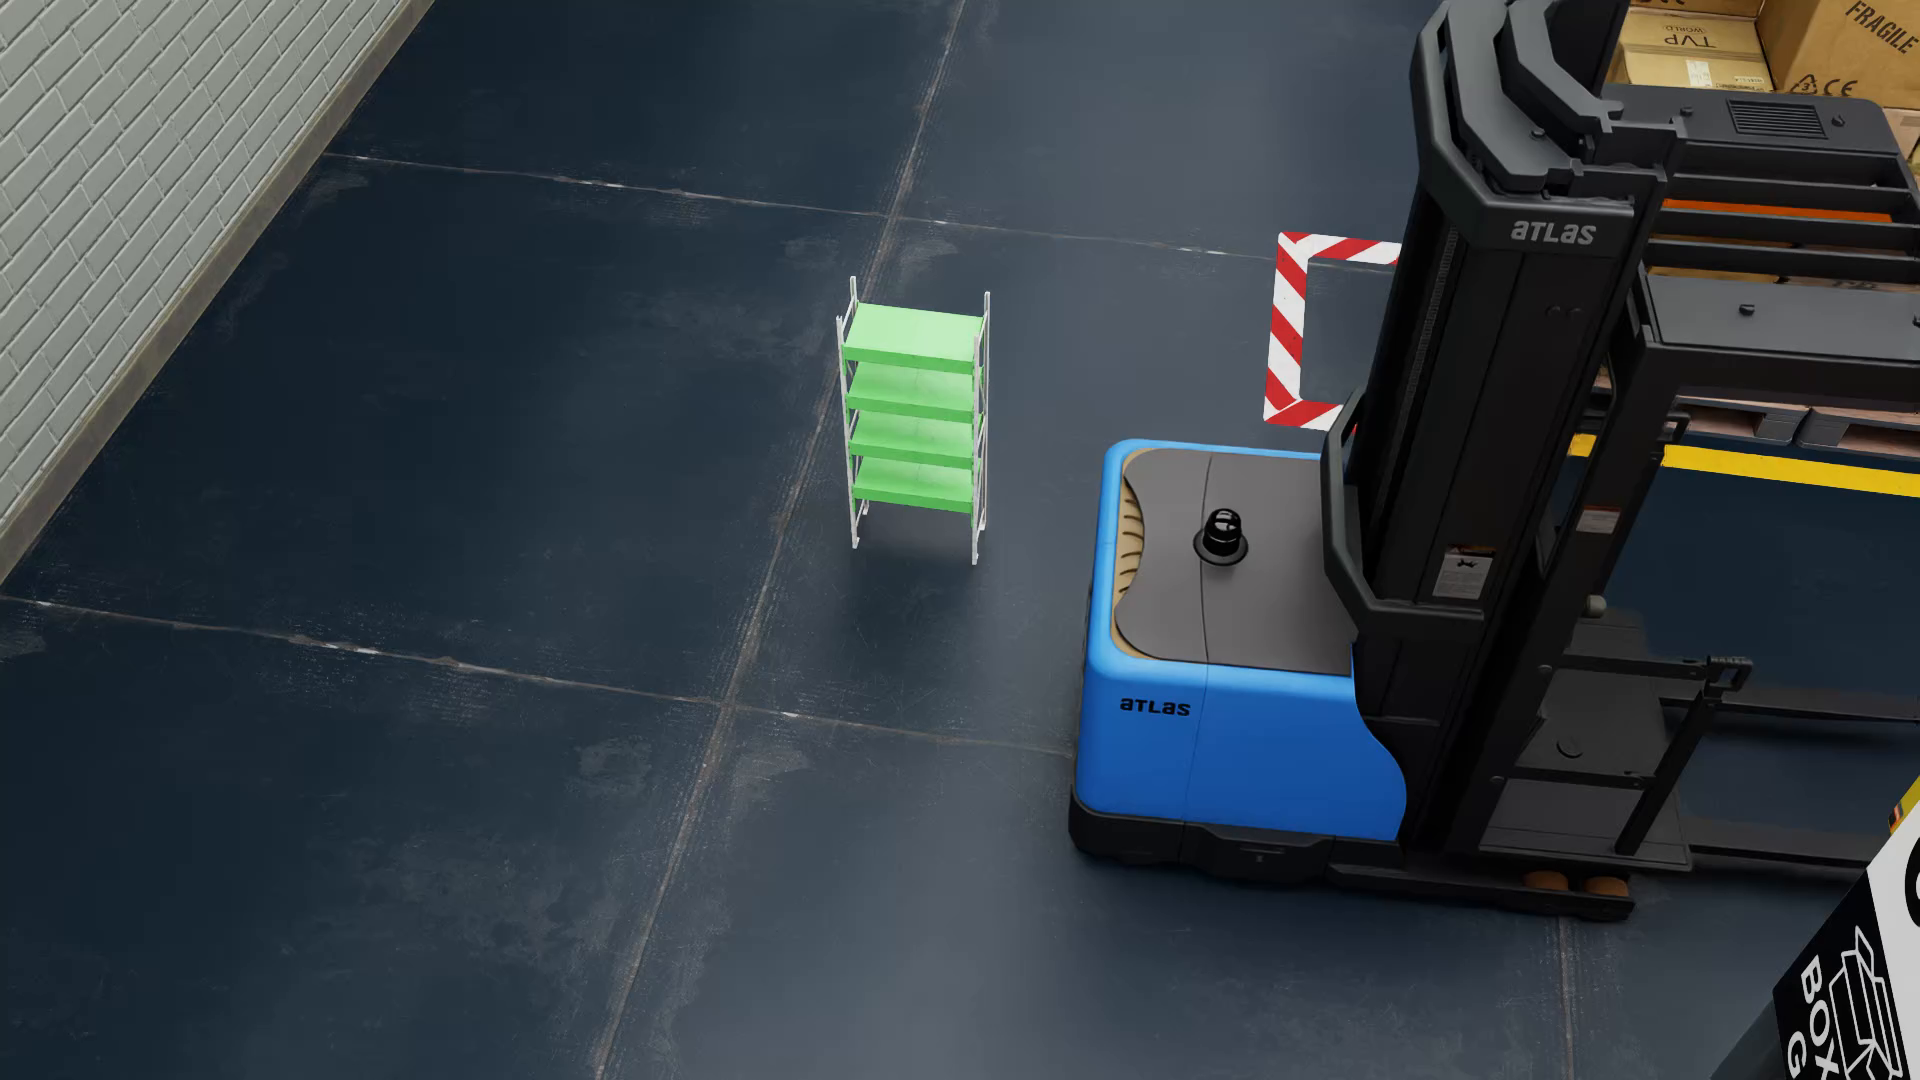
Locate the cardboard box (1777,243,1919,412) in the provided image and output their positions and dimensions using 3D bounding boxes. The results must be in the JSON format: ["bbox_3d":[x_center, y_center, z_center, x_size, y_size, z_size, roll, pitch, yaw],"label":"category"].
[{"bbox_3d":[3.776,-1.176,6.908,0.875,0.875,0.875,8,49,7],"label":"cardboard box"}]

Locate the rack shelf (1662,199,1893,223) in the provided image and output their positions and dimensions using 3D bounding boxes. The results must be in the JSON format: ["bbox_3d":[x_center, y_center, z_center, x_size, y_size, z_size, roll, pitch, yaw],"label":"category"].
[{"bbox_3d":[4.204,-1.387,6.436,4.000,0.370,1.077,8,49,7],"label":"rack shelf"}]

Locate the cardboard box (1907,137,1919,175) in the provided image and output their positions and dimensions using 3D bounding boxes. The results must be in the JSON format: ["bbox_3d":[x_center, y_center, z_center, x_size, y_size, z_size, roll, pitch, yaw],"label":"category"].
[{"bbox_3d":[3.667,-1.548,5.997,0.500,0.250,0.500,6,48,6],"label":"cardboard box"}]

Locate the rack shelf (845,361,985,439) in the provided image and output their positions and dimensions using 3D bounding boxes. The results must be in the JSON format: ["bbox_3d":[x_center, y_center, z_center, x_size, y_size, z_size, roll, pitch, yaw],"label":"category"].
[{"bbox_3d":[-0.163,-0.541,6.164,0.480,0.148,0.258,8,49,7],"label":"rack shelf"}]

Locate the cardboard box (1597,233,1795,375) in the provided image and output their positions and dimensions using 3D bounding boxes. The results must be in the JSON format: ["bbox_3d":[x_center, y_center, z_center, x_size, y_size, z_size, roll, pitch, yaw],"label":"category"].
[{"bbox_3d":[2.880,-1.297,7.017,0.875,0.875,0.875,8,49,7],"label":"cardboard box"}]

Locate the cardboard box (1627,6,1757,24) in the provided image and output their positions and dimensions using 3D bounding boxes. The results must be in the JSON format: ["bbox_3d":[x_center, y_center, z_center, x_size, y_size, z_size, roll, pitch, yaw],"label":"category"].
[{"bbox_3d":[2.760,-2.072,6.468,0.500,0.250,0.500,7,48,6],"label":"cardboard box"}]

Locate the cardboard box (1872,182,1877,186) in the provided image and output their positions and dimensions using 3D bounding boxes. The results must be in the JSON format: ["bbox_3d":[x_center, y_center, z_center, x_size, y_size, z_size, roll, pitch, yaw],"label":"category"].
[{"bbox_3d":[3.288,-1.420,6.150,0.250,0.149,0.380,7,48,6],"label":"cardboard box"}]

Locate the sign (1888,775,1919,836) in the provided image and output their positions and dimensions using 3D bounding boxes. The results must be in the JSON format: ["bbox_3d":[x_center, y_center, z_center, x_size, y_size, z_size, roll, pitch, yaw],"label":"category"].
[{"bbox_3d":[1.437,0.361,2.435,0.005,0.325,0.100,8,49,7],"label":"sign"}]

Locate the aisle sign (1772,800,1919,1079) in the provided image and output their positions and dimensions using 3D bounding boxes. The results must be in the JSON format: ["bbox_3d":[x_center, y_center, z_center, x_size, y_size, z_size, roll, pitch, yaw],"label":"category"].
[{"bbox_3d":[1.337,0.640,2.383,0.004,0.787,0.394,8,49,7],"label":"aisle sign"}]

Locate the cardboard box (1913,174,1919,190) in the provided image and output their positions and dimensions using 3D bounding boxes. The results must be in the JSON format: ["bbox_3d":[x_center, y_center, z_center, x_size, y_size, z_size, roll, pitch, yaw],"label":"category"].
[{"bbox_3d":[3.538,-1.385,6.119,0.250,0.149,0.380,7,48,6],"label":"cardboard box"}]

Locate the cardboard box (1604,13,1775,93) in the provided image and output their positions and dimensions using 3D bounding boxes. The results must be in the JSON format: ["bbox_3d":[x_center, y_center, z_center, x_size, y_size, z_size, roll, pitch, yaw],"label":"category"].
[{"bbox_3d":[2.661,-1.681,6.116,0.500,0.250,0.500,7,48,6],"label":"cardboard box"}]

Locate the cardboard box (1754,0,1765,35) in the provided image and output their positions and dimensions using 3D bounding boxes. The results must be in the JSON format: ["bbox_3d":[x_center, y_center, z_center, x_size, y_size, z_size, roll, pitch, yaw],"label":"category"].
[{"bbox_3d":[3.259,-2.004,6.407,0.500,0.250,0.500,7,48,6],"label":"cardboard box"}]

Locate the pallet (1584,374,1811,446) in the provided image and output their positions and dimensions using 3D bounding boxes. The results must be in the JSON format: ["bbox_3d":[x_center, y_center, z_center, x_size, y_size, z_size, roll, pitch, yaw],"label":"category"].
[{"bbox_3d":[3.037,-0.912,7.400,1.213,0.211,1.003,8,49,7],"label":"pallet"}]

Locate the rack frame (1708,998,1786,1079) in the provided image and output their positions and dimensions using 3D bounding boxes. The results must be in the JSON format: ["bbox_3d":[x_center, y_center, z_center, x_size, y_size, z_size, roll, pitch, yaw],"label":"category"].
[{"bbox_3d":[1.356,1.731,3.150,0.053,2.616,0.949,8,49,7],"label":"rack frame"}]

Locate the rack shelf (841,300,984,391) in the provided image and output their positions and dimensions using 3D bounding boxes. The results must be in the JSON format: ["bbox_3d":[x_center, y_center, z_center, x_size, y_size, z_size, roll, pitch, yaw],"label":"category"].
[{"bbox_3d":[-0.163,-0.701,5.986,0.480,0.148,0.258,8,49,7],"label":"rack shelf"}]

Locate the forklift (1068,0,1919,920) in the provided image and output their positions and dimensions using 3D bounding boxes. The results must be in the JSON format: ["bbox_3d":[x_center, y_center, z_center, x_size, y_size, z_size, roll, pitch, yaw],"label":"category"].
[{"bbox_3d":[1.927,-0.128,4.866,3.031,2.935,1.130,5,48,4],"label":"forklift"}]

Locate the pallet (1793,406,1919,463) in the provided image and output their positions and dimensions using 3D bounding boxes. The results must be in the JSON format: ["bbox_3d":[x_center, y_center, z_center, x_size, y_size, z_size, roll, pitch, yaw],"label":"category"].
[{"bbox_3d":[4.234,-0.749,7.253,1.213,0.211,1.003,8,49,7],"label":"pallet"}]

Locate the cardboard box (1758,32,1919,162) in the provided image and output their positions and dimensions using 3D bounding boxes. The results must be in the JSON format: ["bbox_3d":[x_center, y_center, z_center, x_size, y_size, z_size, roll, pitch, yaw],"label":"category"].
[{"bbox_3d":[3.173,-1.617,6.059,0.500,0.250,0.500,7,48,6],"label":"cardboard box"}]

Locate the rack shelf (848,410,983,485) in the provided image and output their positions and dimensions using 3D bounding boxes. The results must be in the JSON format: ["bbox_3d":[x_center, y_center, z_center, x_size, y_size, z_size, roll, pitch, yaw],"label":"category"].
[{"bbox_3d":[-0.163,-0.380,6.343,0.480,0.148,0.258,8,49,7],"label":"rack shelf"}]

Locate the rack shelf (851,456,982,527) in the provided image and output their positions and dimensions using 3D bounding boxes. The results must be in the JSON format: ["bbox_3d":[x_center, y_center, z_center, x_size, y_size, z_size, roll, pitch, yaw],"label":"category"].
[{"bbox_3d":[-0.163,-0.220,6.521,0.480,0.148,0.258,8,49,7],"label":"rack shelf"}]

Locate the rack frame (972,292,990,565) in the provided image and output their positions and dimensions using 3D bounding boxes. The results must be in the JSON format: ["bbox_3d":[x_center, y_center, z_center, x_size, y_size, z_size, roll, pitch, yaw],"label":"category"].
[{"bbox_3d":[0.077,-0.391,6.266,0.015,1.200,0.240,8,49,7],"label":"rack frame"}]

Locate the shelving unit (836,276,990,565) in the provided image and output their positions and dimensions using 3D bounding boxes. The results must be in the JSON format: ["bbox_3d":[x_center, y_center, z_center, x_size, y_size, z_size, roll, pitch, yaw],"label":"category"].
[{"bbox_3d":[-0.163,-0.423,6.295,0.503,1.200,0.258,8,49,7],"label":"shelving unit"}]

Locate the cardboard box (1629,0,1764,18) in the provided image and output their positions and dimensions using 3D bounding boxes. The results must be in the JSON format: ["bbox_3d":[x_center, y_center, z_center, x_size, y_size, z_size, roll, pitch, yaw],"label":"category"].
[{"bbox_3d":[2.762,-2.320,6.187,0.500,0.500,0.500,8,49,7],"label":"cardboard box"}]

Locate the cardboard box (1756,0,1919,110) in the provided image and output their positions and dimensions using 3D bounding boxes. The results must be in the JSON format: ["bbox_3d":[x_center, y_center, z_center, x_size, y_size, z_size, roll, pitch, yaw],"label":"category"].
[{"bbox_3d":[3.153,-1.865,5.778,0.500,0.500,0.500,7,48,6],"label":"cardboard box"}]

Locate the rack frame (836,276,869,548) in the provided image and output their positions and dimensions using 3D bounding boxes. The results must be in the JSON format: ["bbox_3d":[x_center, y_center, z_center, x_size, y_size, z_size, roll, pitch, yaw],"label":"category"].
[{"bbox_3d":[-0.403,-0.455,6.324,0.015,1.200,0.240,8,49,7],"label":"rack frame"}]
